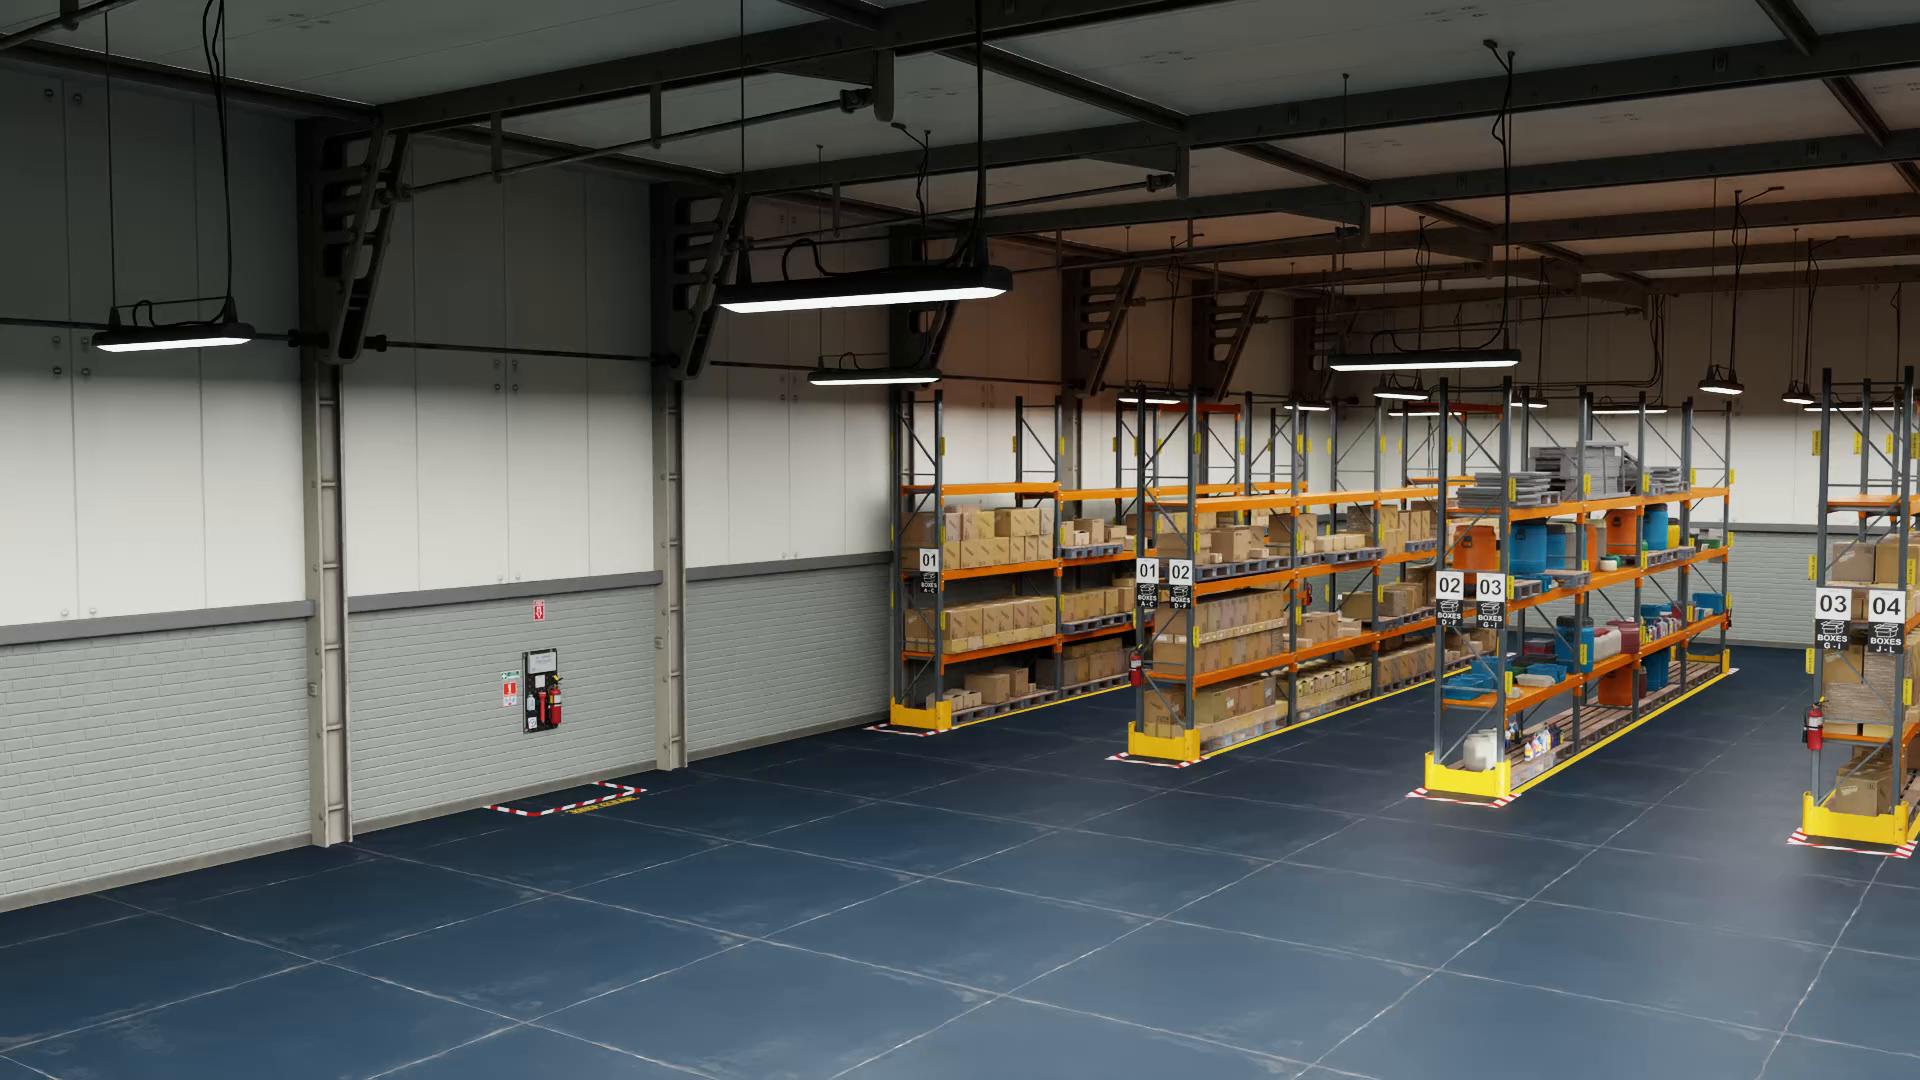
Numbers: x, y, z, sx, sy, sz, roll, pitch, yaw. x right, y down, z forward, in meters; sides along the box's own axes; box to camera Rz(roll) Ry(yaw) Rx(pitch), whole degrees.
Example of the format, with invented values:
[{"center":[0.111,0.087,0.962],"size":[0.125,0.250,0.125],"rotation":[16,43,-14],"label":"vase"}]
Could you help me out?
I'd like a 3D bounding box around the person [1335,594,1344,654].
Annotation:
[{"center":[8.721,2.047,37.596],"size":[0.689,1.682,0.719],"rotation":[3,4,44],"label":"person"}]
